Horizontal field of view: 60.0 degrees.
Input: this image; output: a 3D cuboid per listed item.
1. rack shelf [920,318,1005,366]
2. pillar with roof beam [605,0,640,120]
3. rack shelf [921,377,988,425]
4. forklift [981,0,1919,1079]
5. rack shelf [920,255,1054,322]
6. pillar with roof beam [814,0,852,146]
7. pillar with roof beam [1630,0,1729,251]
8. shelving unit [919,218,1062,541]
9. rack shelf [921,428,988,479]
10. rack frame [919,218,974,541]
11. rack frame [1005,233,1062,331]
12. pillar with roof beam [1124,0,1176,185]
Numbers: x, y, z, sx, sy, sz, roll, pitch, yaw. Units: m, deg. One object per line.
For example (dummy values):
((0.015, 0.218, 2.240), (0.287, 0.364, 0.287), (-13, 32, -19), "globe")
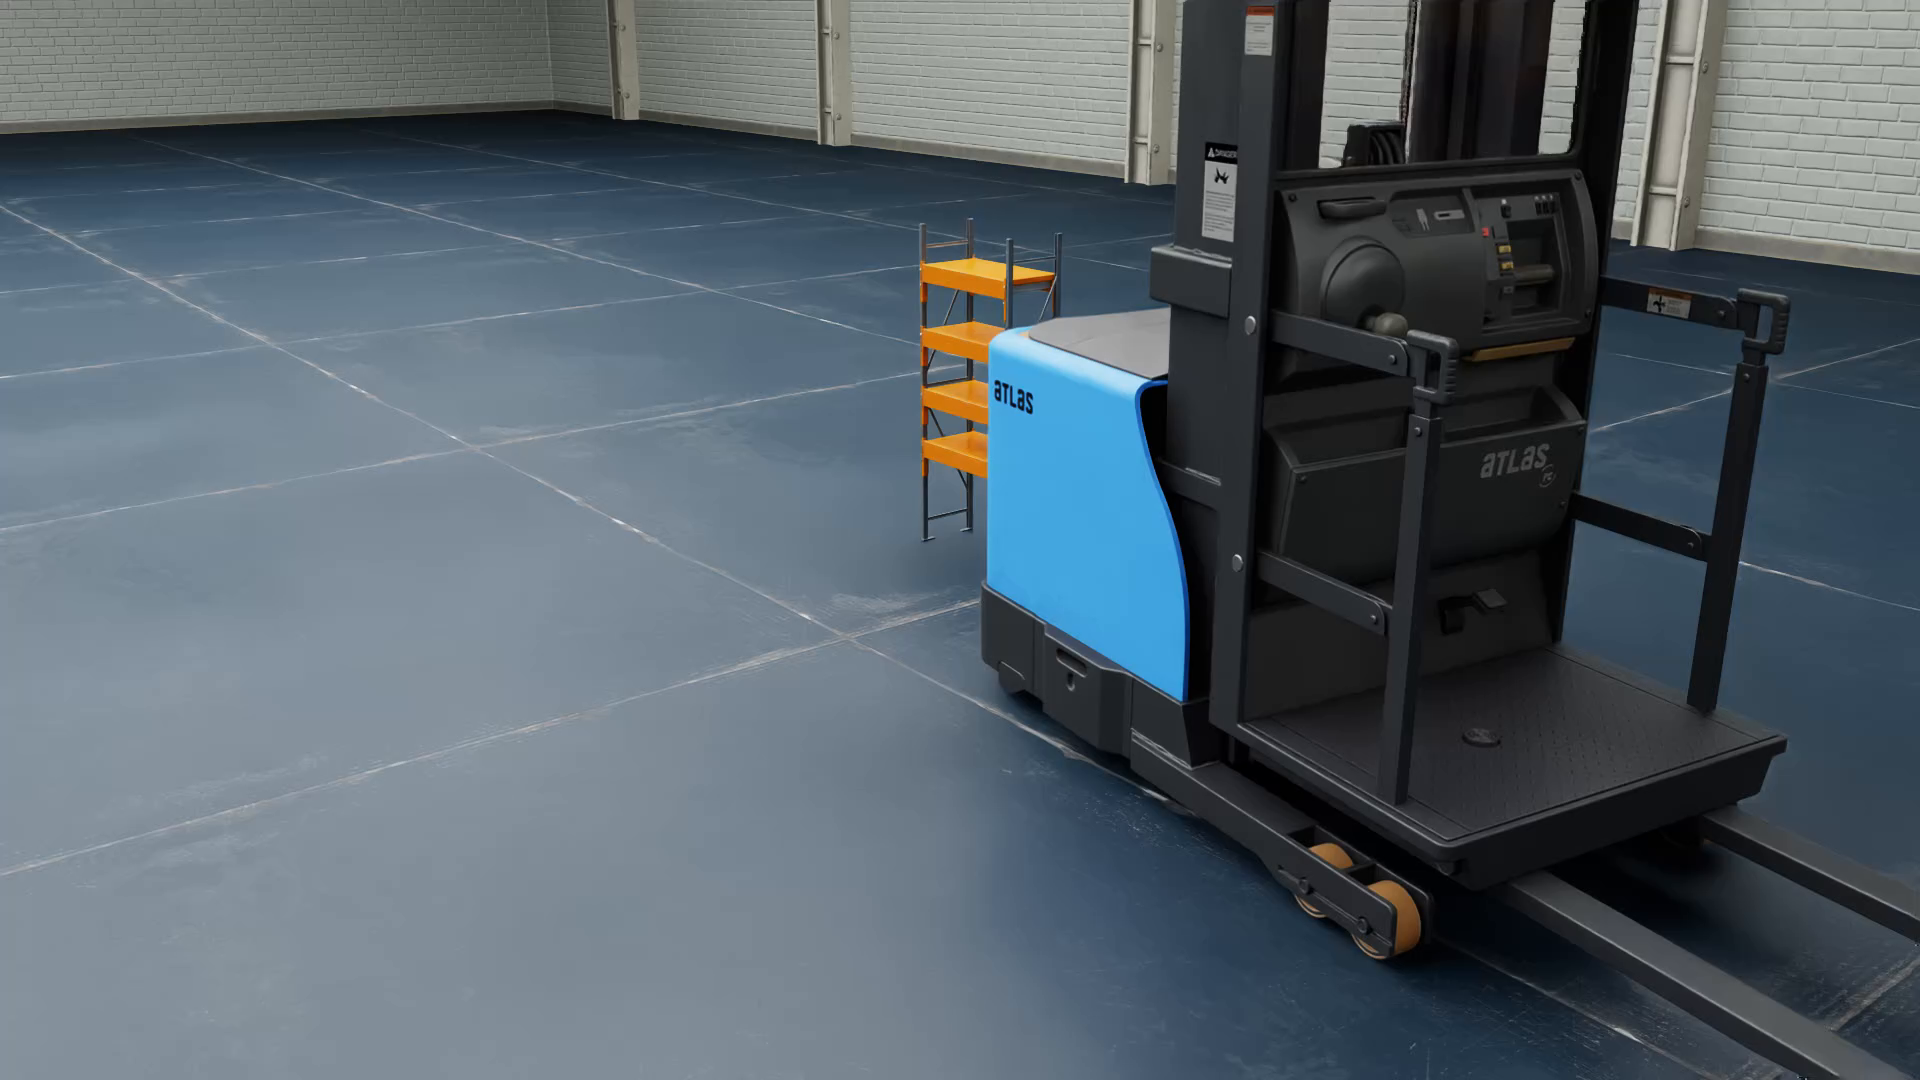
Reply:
((0.103, -0.677, 6.002), (0.258, 0.148, 0.480), (-14, 23, -36), "rack shelf")
((-8.792, -10.275, 23.079), (9.100, 9.000, 0.400), (-14, 23, -36), "pillar with roof beam")
((0.103, -0.465, 6.072), (0.258, 0.148, 0.480), (-14, 23, -36), "rack shelf")
((1.222, -0.644, 3.645), (1.130, 2.935, 3.031), (-10, 21, -28), "forklift")
((0.103, -0.902, 5.927), (0.258, 0.148, 0.480), (-14, 23, -36), "rack shelf")
((-5.067, -8.797, 18.614), (9.100, 9.000, 0.400), (-14, 23, -36), "pillar with roof beam")
((2.384, -5.840, 9.684), (9.100, 9.000, 0.400), (-14, 23, -36), "pillar with roof beam")
((0.103, -0.529, 6.051), (0.258, 1.200, 0.503), (-14, 23, -36), "shelving unit")
((0.103, -0.276, 6.134), (0.258, 0.148, 0.480), (-14, 23, -36), "rack shelf")
((-0.049, -0.589, 6.232), (0.240, 1.200, 0.015), (-14, 23, -36), "rack frame")
((0.254, -0.469, 5.869), (0.240, 1.200, 0.015), (-14, 23, -36), "rack frame")
((-1.341, -7.319, 14.149), (9.100, 9.000, 0.400), (-14, 23, -36), "pillar with roof beam")
